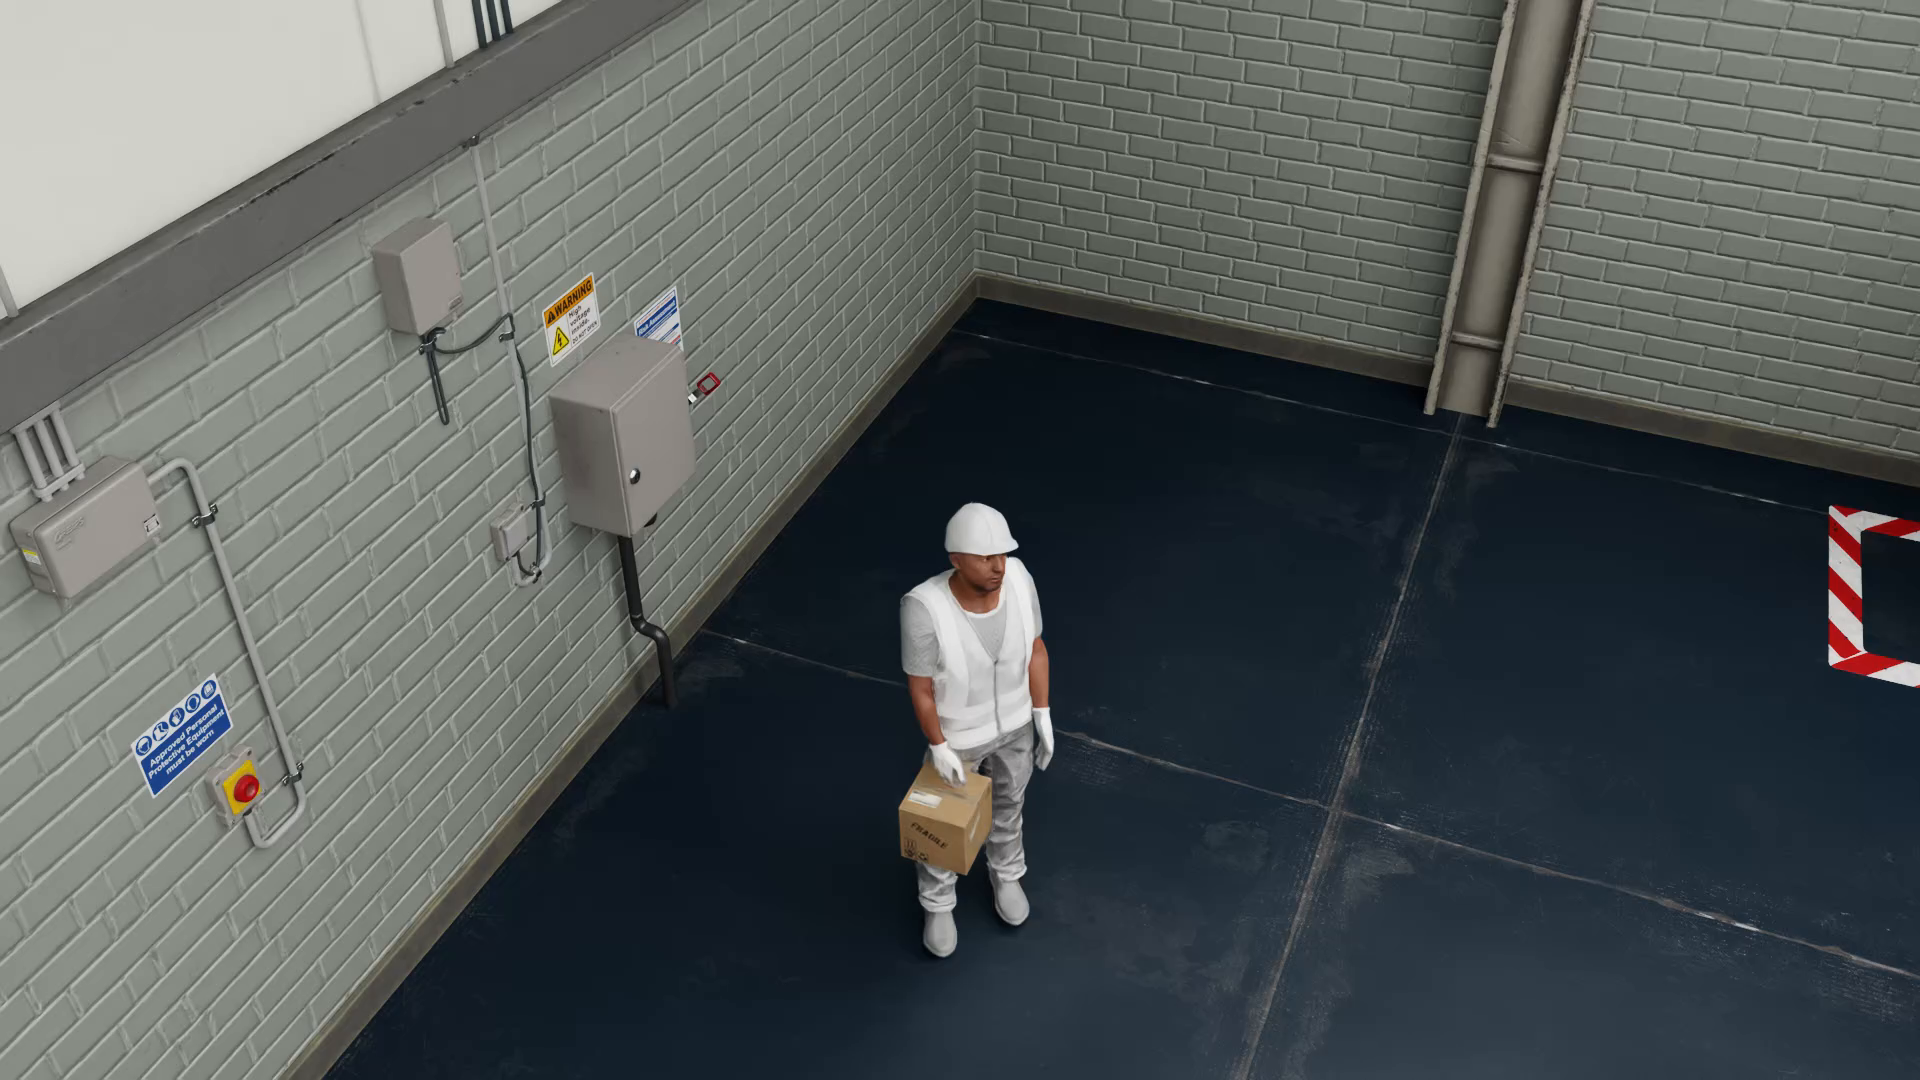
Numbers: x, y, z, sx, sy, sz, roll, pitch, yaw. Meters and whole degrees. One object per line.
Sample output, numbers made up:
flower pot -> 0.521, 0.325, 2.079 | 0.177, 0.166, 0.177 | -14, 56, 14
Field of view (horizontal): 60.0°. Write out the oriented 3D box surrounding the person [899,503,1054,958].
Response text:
person -> 0.066, 0.676, 5.881 | 0.579, 1.795, 0.470 | -20, 41, -24
